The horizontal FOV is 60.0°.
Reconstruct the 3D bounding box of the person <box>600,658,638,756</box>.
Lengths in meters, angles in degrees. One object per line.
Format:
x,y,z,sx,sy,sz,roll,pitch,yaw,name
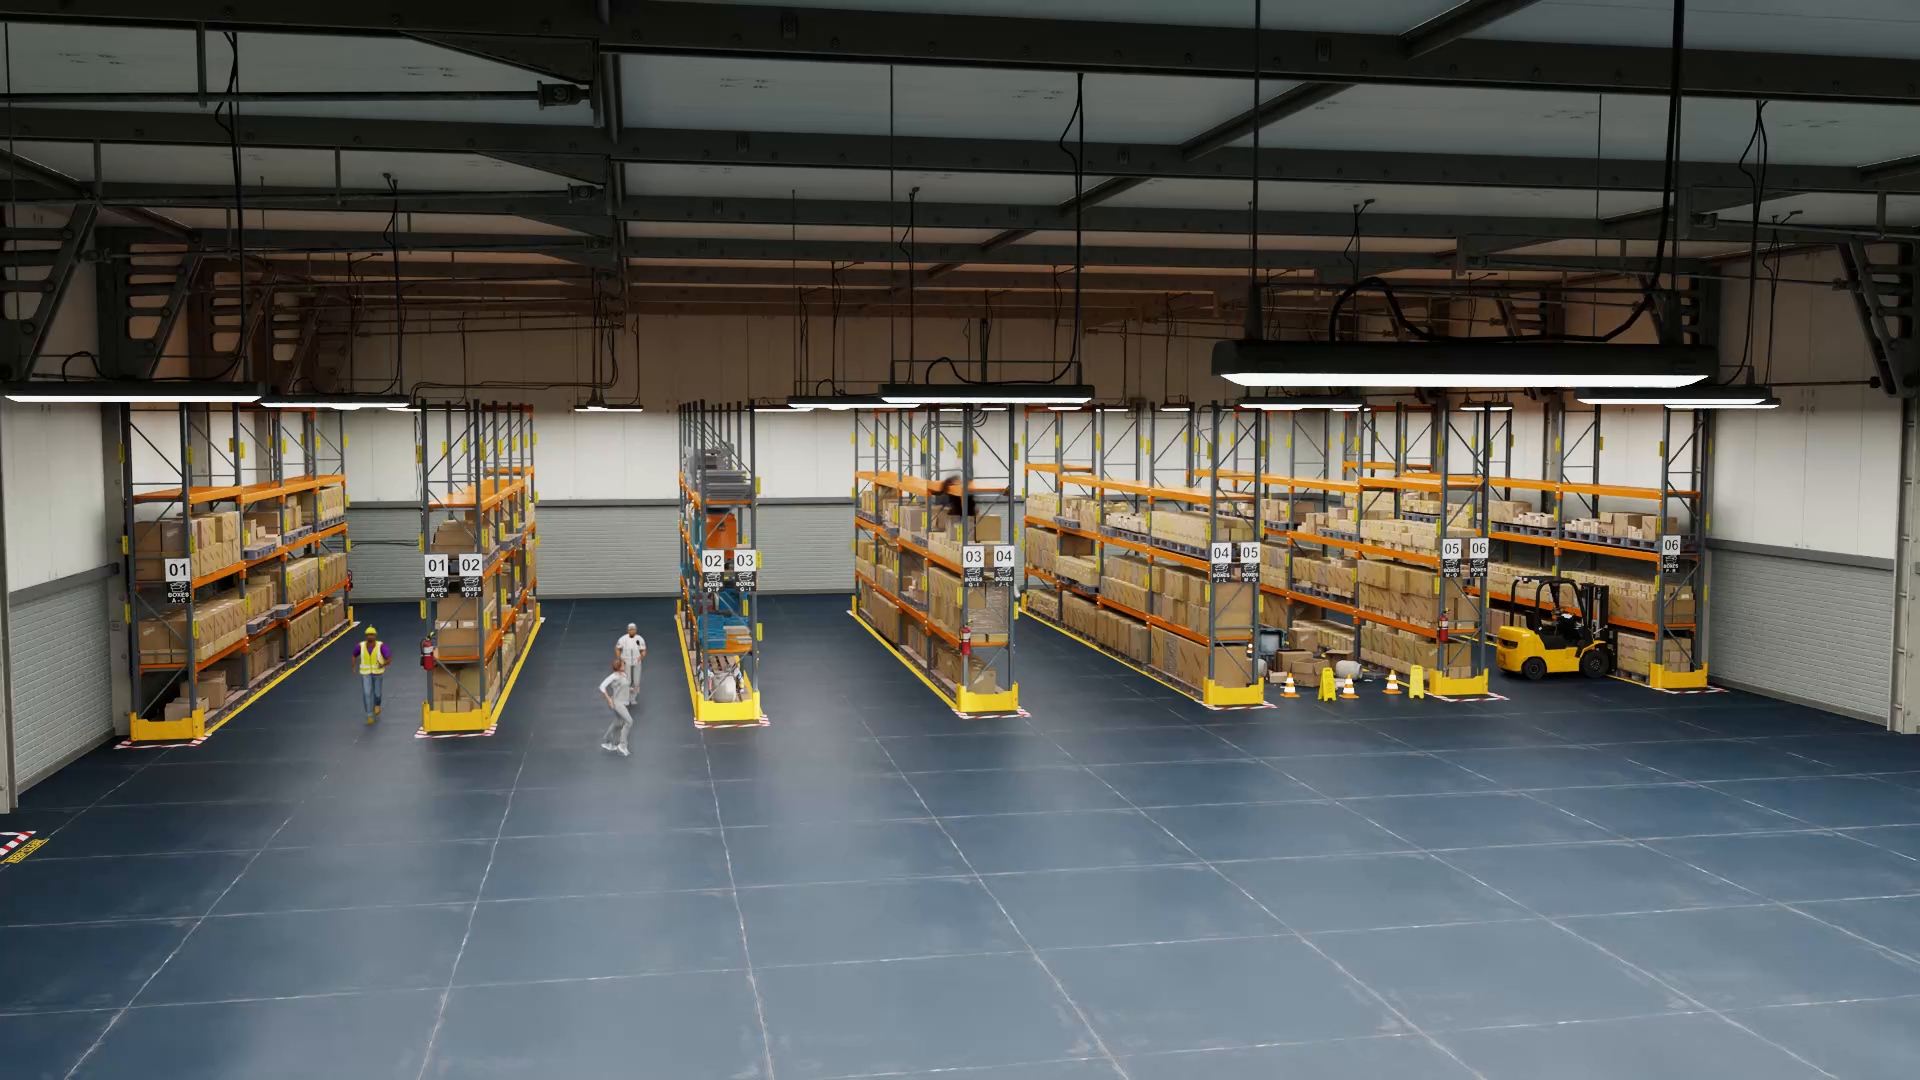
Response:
-5.734,2.818,27.995,0.706,1.622,0.505,1,4,10,person

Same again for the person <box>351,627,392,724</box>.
-10.958,2.491,30.967,0.723,1.751,0.959,-1,5,-17,person

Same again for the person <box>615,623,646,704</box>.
-6.468,2.446,32.745,0.592,1.616,0.588,-1,5,-18,person

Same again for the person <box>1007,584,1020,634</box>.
1.236,1.657,42.636,0.621,1.665,0.907,-1,5,-17,person
